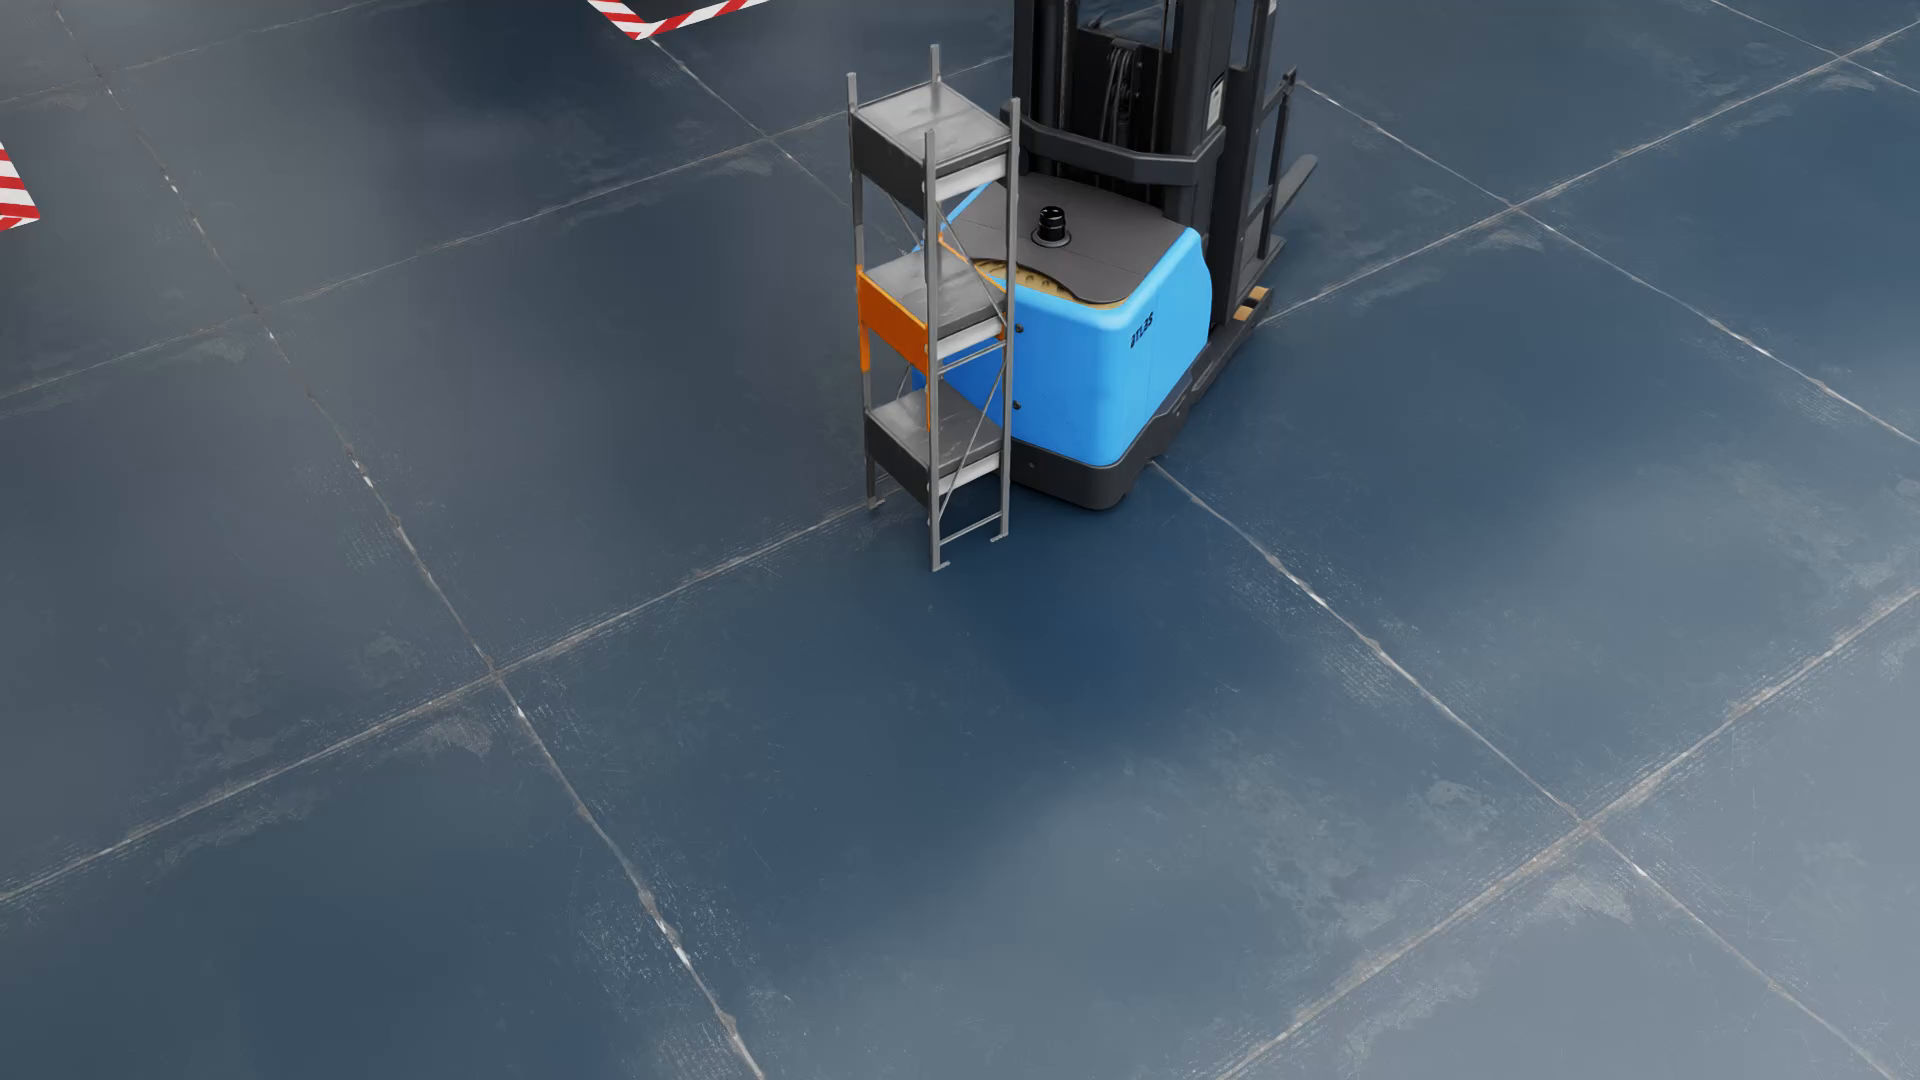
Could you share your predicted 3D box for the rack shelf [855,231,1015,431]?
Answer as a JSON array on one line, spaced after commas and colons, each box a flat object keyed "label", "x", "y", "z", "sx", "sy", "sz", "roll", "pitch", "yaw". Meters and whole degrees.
[{"label": "rack shelf", "x": -0.099, "y": -0.832, "z": 6.610, "sx": 0.431, "sy": 0.518, "sz": 0.480, "roll": -27, "pitch": 50, "yaw": -25}]

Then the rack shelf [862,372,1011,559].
[{"label": "rack shelf", "x": -0.100, "y": -0.324, "z": 7.092, "sx": 0.431, "sy": 0.518, "sz": 0.480, "roll": -27, "pitch": 50, "yaw": -25}]

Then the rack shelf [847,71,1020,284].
[{"label": "rack shelf", "x": -0.099, "y": -1.340, "z": 6.128, "sx": 0.431, "sy": 0.518, "sz": 0.480, "roll": -27, "pitch": 50, "yaw": -25}]

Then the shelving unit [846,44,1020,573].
[{"label": "shelving unit", "x": -0.099, "y": -0.842, "z": 6.600, "sx": 0.431, "sy": 2.100, "sz": 0.503, "roll": -27, "pitch": 50, "yaw": -25}]

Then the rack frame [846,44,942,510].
[{"label": "rack frame", "x": -0.243, "y": -0.978, "z": 6.744, "sx": 0.400, "sy": 2.100, "sz": 0.015, "roll": -27, "pitch": 50, "yaw": -25}]

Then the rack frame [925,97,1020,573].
[{"label": "rack frame", "x": 0.044, "y": -0.706, "z": 6.457, "sx": 0.400, "sy": 2.100, "sz": 0.015, "roll": -27, "pitch": 50, "yaw": -25}]

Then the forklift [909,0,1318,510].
[{"label": "forklift", "x": 0.929, "y": -2.202, "z": 7.425, "sx": 1.130, "sy": 2.935, "sz": 3.031, "roll": 21, "pitch": 48, "yaw": 21}]
